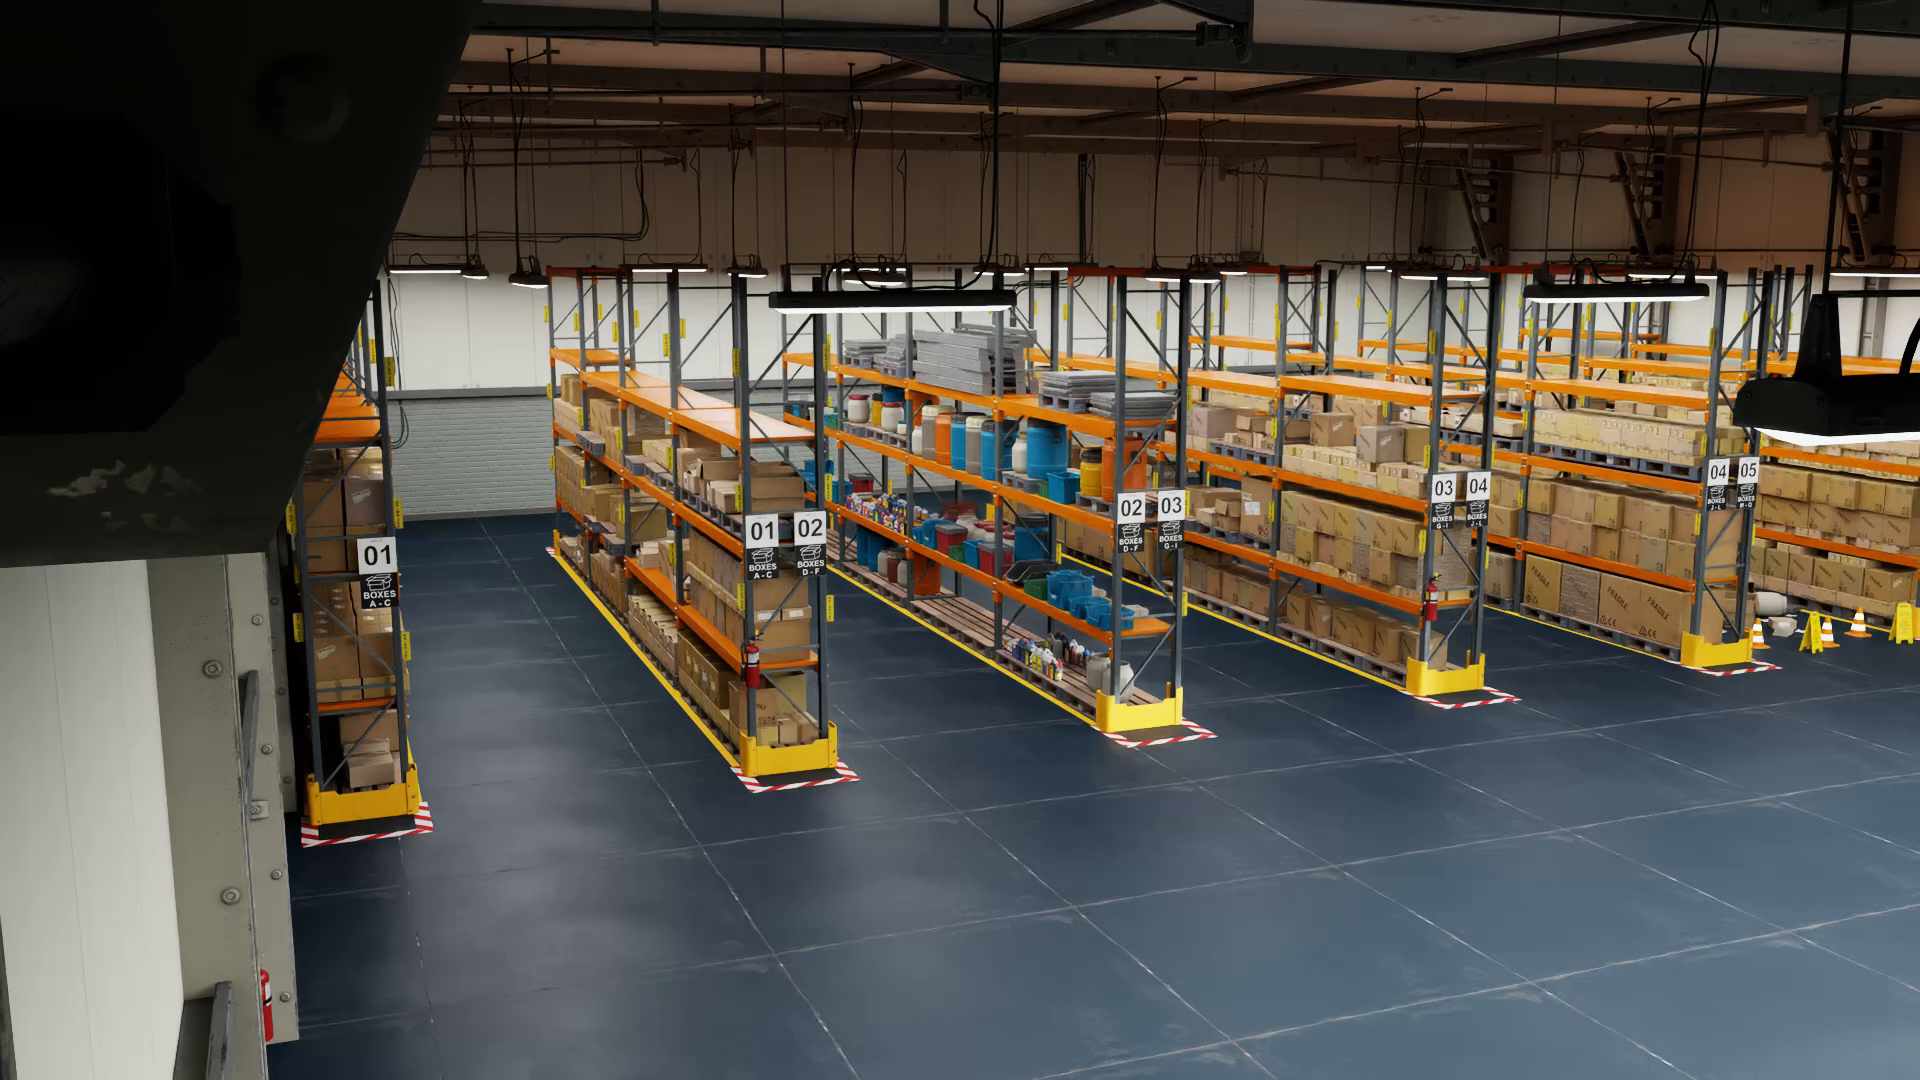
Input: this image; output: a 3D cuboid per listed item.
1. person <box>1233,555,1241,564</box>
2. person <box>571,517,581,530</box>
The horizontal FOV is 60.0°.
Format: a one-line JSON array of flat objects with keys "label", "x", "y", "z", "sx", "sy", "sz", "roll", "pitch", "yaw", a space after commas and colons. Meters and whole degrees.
[{"label": "person", "x": 5.500, "y": -0.221, "z": 33.323, "sx": 0.377, "sy": 1.540, "sz": 0.972, "roll": -5, "pitch": 11, "yaw": -27}, {"label": "person", "x": -8.508, "y": -0.975, "z": 37.500, "sx": 0.987, "sy": 1.619, "sz": 0.476, "roll": 7, "pitch": 12, "yaw": 36}]
